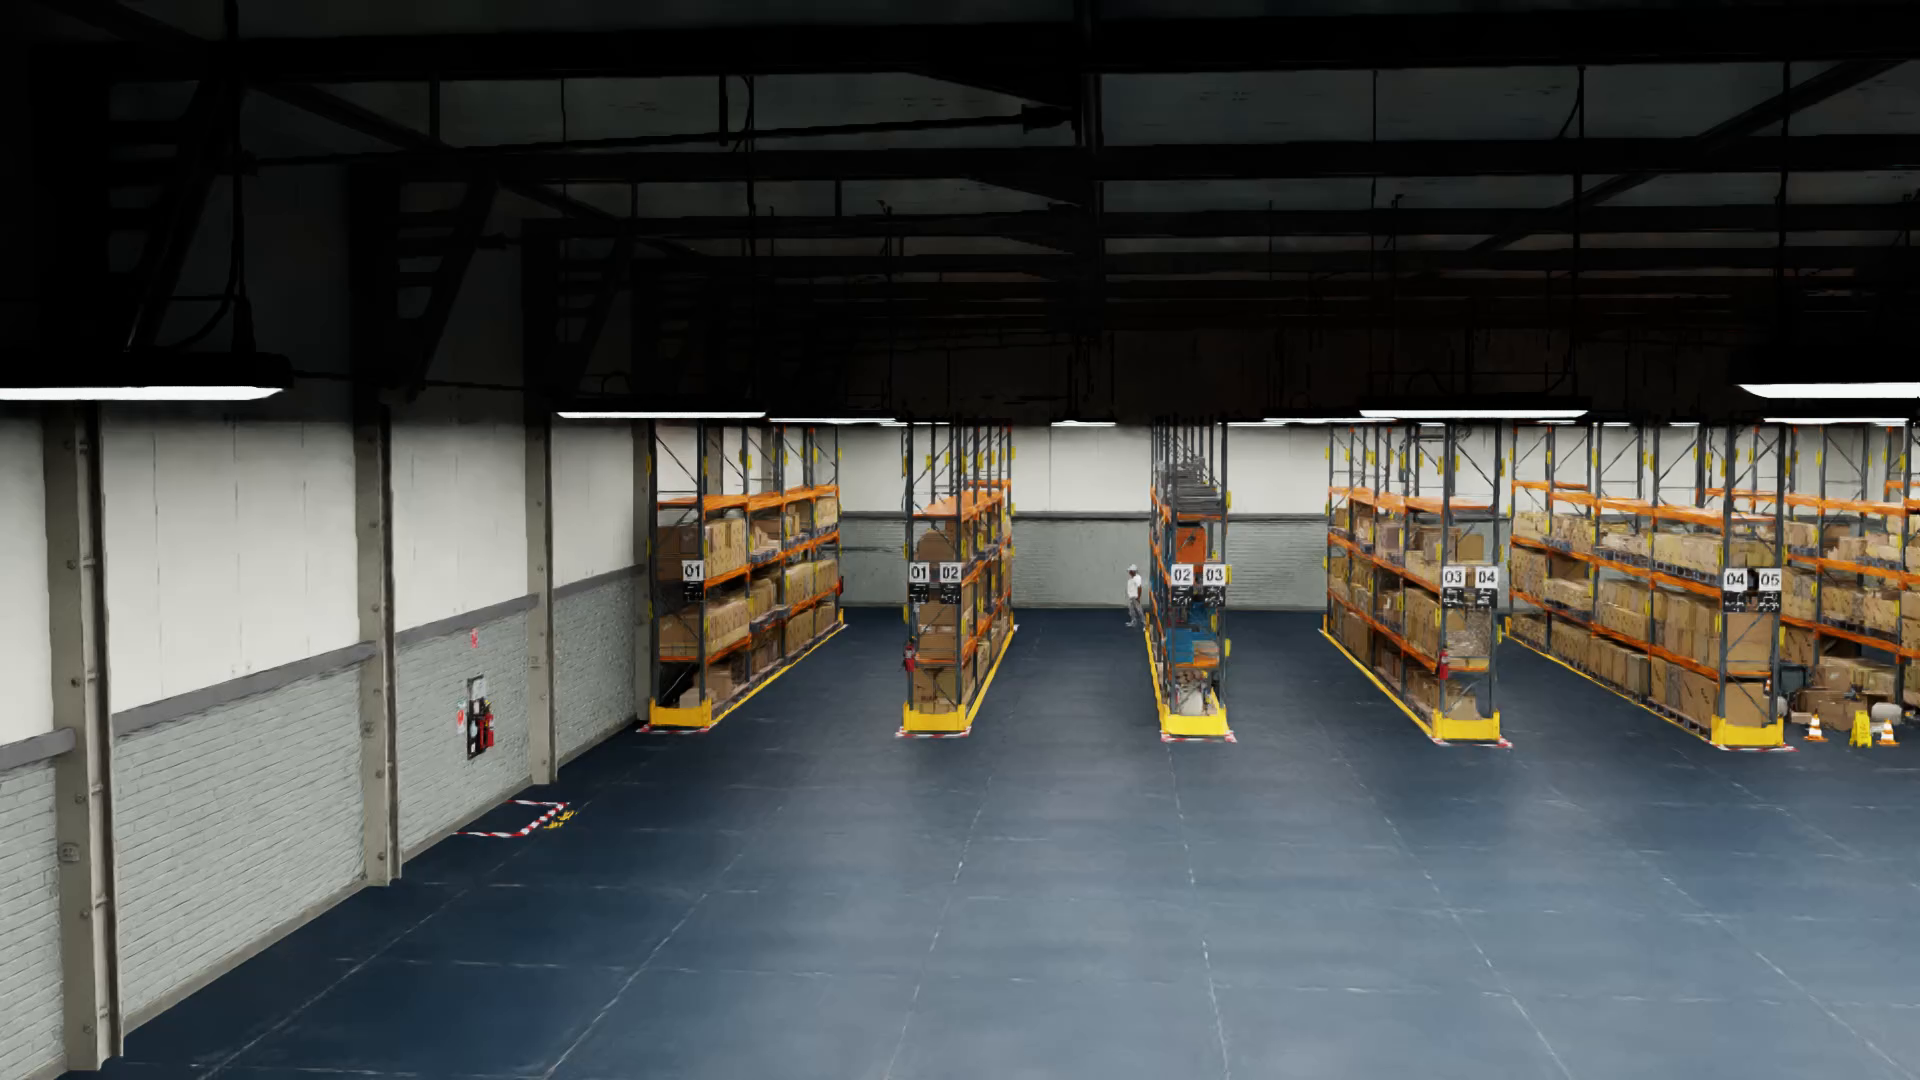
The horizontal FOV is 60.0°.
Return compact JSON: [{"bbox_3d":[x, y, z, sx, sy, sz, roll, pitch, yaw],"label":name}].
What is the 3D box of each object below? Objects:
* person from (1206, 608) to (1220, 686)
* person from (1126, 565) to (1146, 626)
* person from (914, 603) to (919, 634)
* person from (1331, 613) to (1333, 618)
[{"bbox_3d":[5.636,2.359,36.923,0.392,1.724,0.627,-1,4,-8],"label":"person"},{"bbox_3d":[5.116,1.608,48.268,0.550,1.758,0.661,-2,4,-24],"label":"person"},{"bbox_3d":[-1.050,1.912,44.623,0.636,1.621,0.814,1,4,10],"label":"person"},{"bbox_3d":[11.049,1.654,48.419,0.558,1.638,0.534,-2,5,-31],"label":"person"}]
